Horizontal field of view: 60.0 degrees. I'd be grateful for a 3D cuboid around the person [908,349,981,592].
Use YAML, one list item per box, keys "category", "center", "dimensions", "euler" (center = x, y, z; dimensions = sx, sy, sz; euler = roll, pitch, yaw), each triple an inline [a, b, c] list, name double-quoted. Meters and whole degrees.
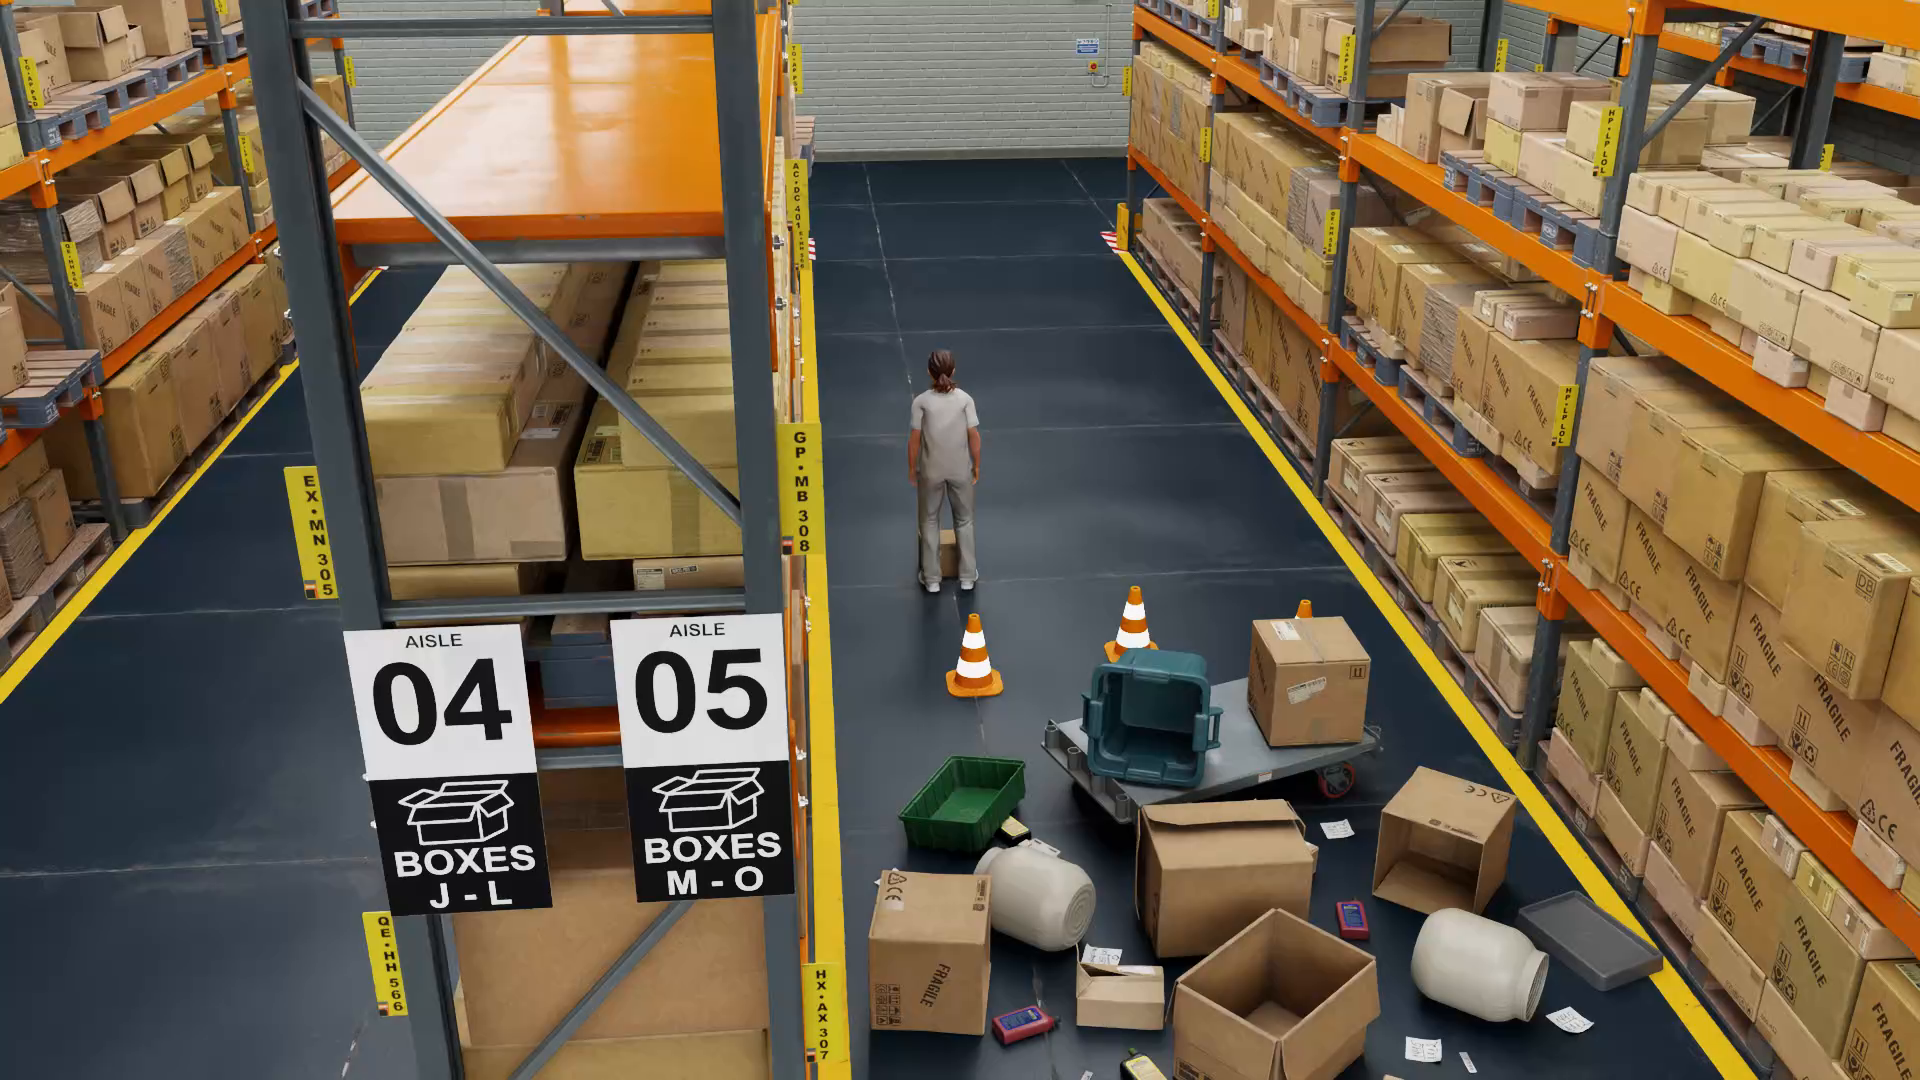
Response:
- category: "person"
  center: [-0.105, -0.458, 11.140]
  dimensions: [0.487, 1.673, 0.361]
  euler: [-2, 24, -5]
